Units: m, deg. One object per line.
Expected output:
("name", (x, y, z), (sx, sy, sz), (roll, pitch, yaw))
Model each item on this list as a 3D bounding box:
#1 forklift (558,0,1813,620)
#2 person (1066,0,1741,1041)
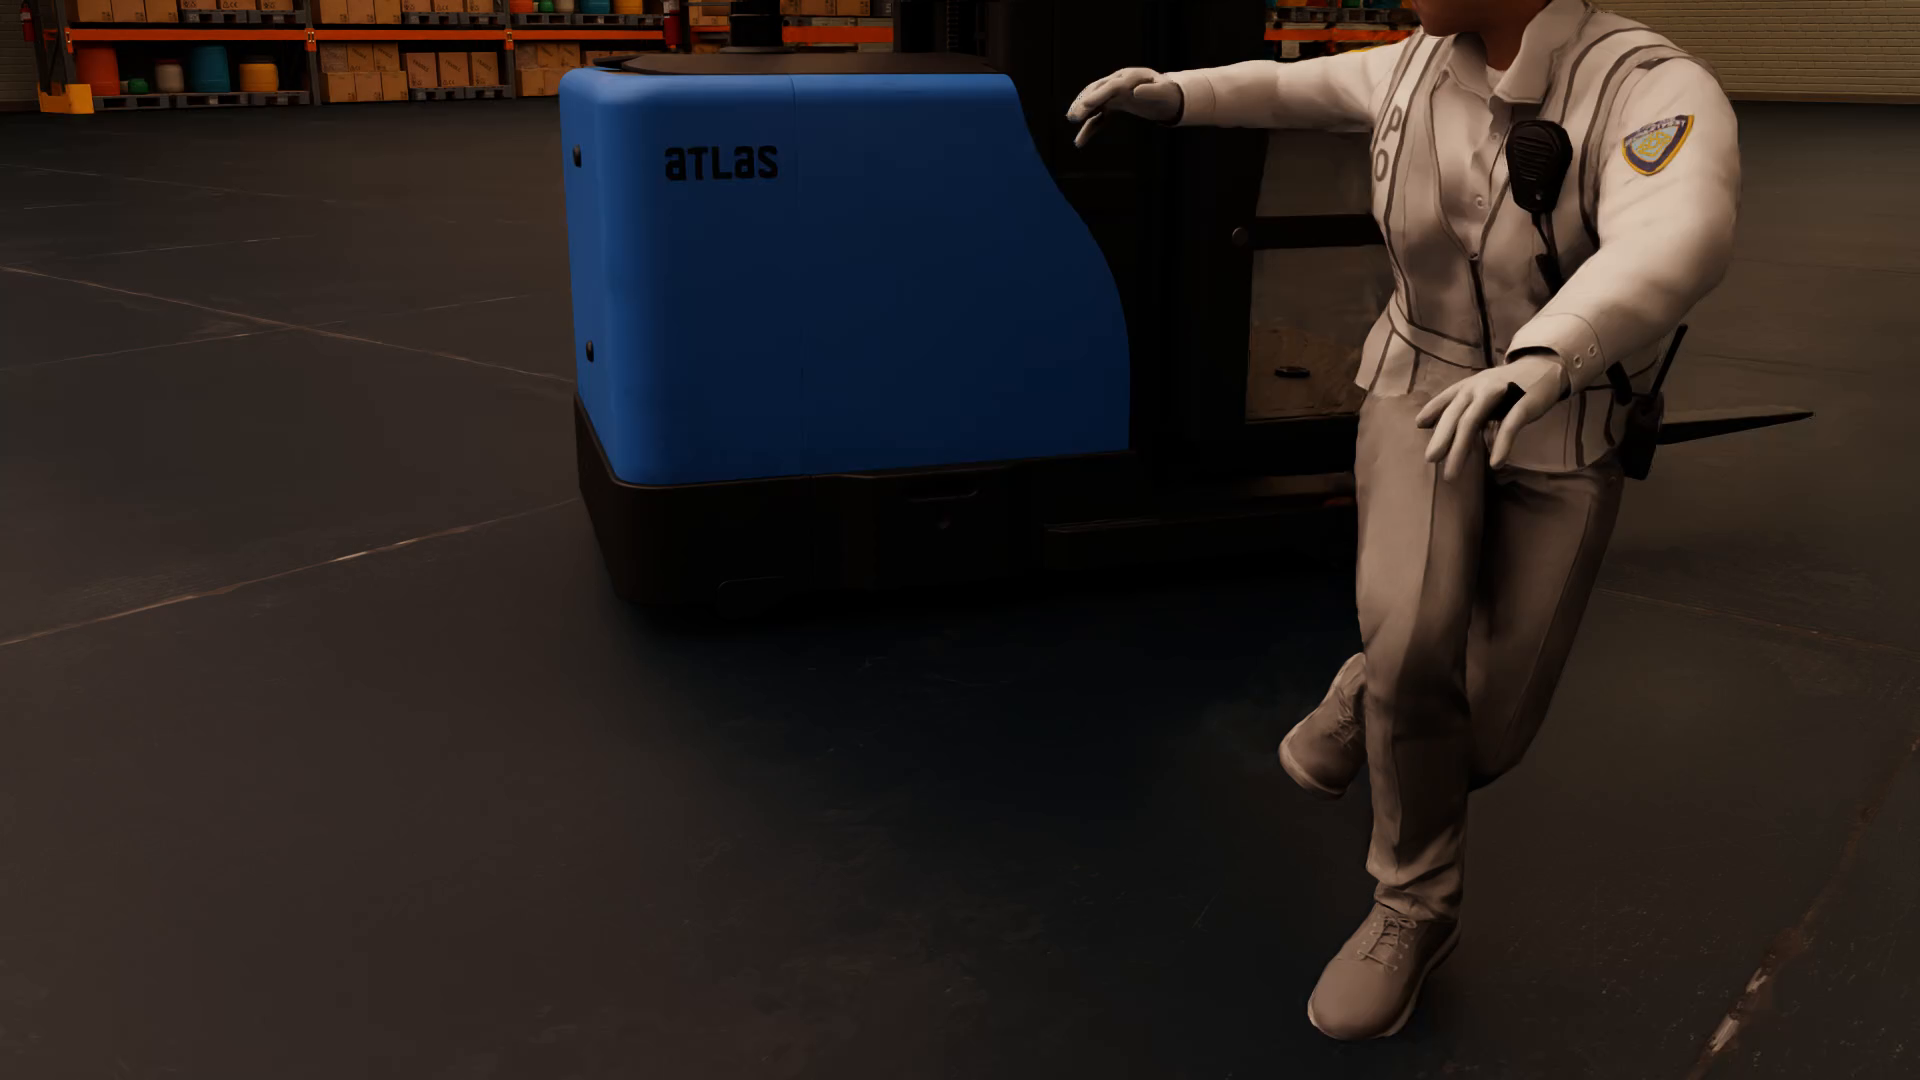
("forklift", (0.634, -1.473, 3.749), (3.031, 2.935, 1.130), (-5, 18, -17))
("person", (0.468, -0.124, 1.969), (0.760, 1.424, 1.047), (8, 19, 24))
